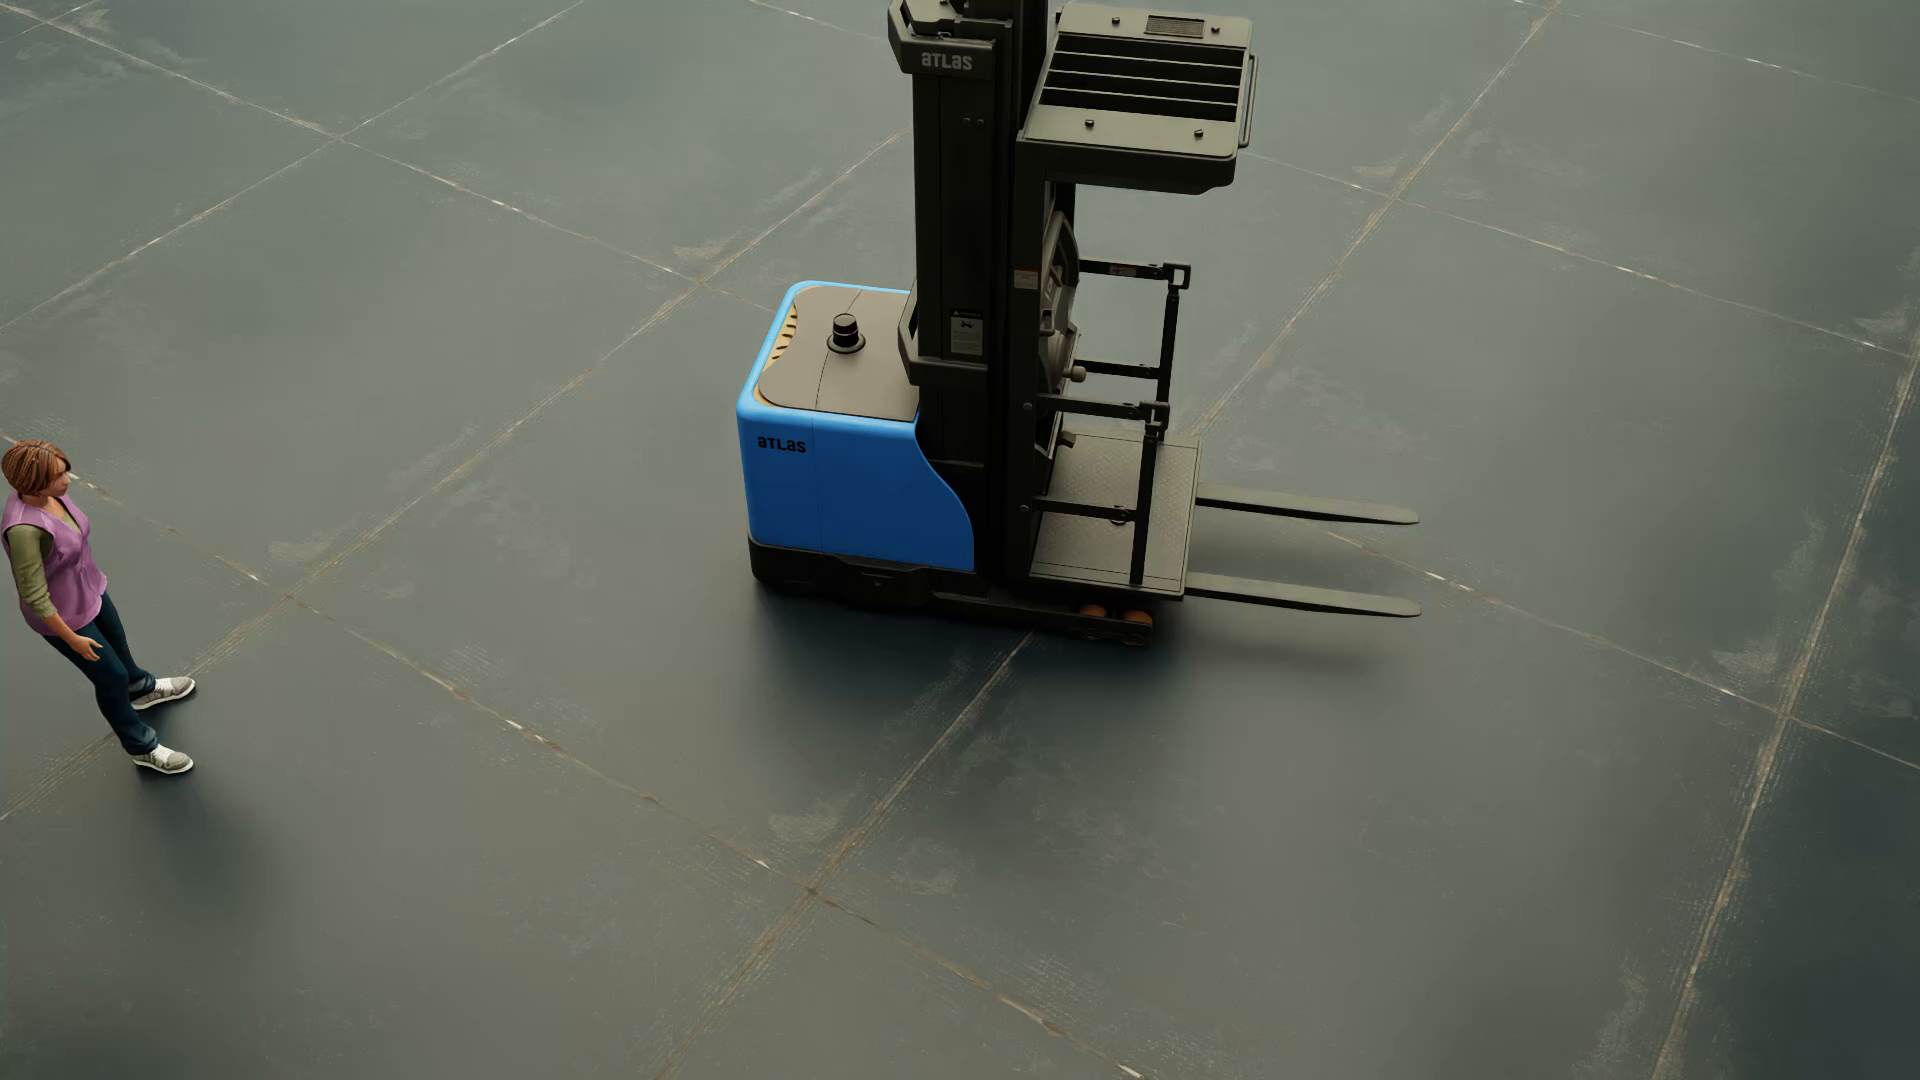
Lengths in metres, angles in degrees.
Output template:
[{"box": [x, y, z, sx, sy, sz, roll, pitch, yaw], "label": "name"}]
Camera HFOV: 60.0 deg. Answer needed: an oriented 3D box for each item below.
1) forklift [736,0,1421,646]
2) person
[{"box": [0.598, -0.987, 6.890, 3.031, 2.935, 1.130, 7, 44, 8], "label": "forklift"}, {"box": [-3.452, 0.254, 6.564, 0.389, 1.589, 0.541, -8, 44, -9], "label": "person"}]
